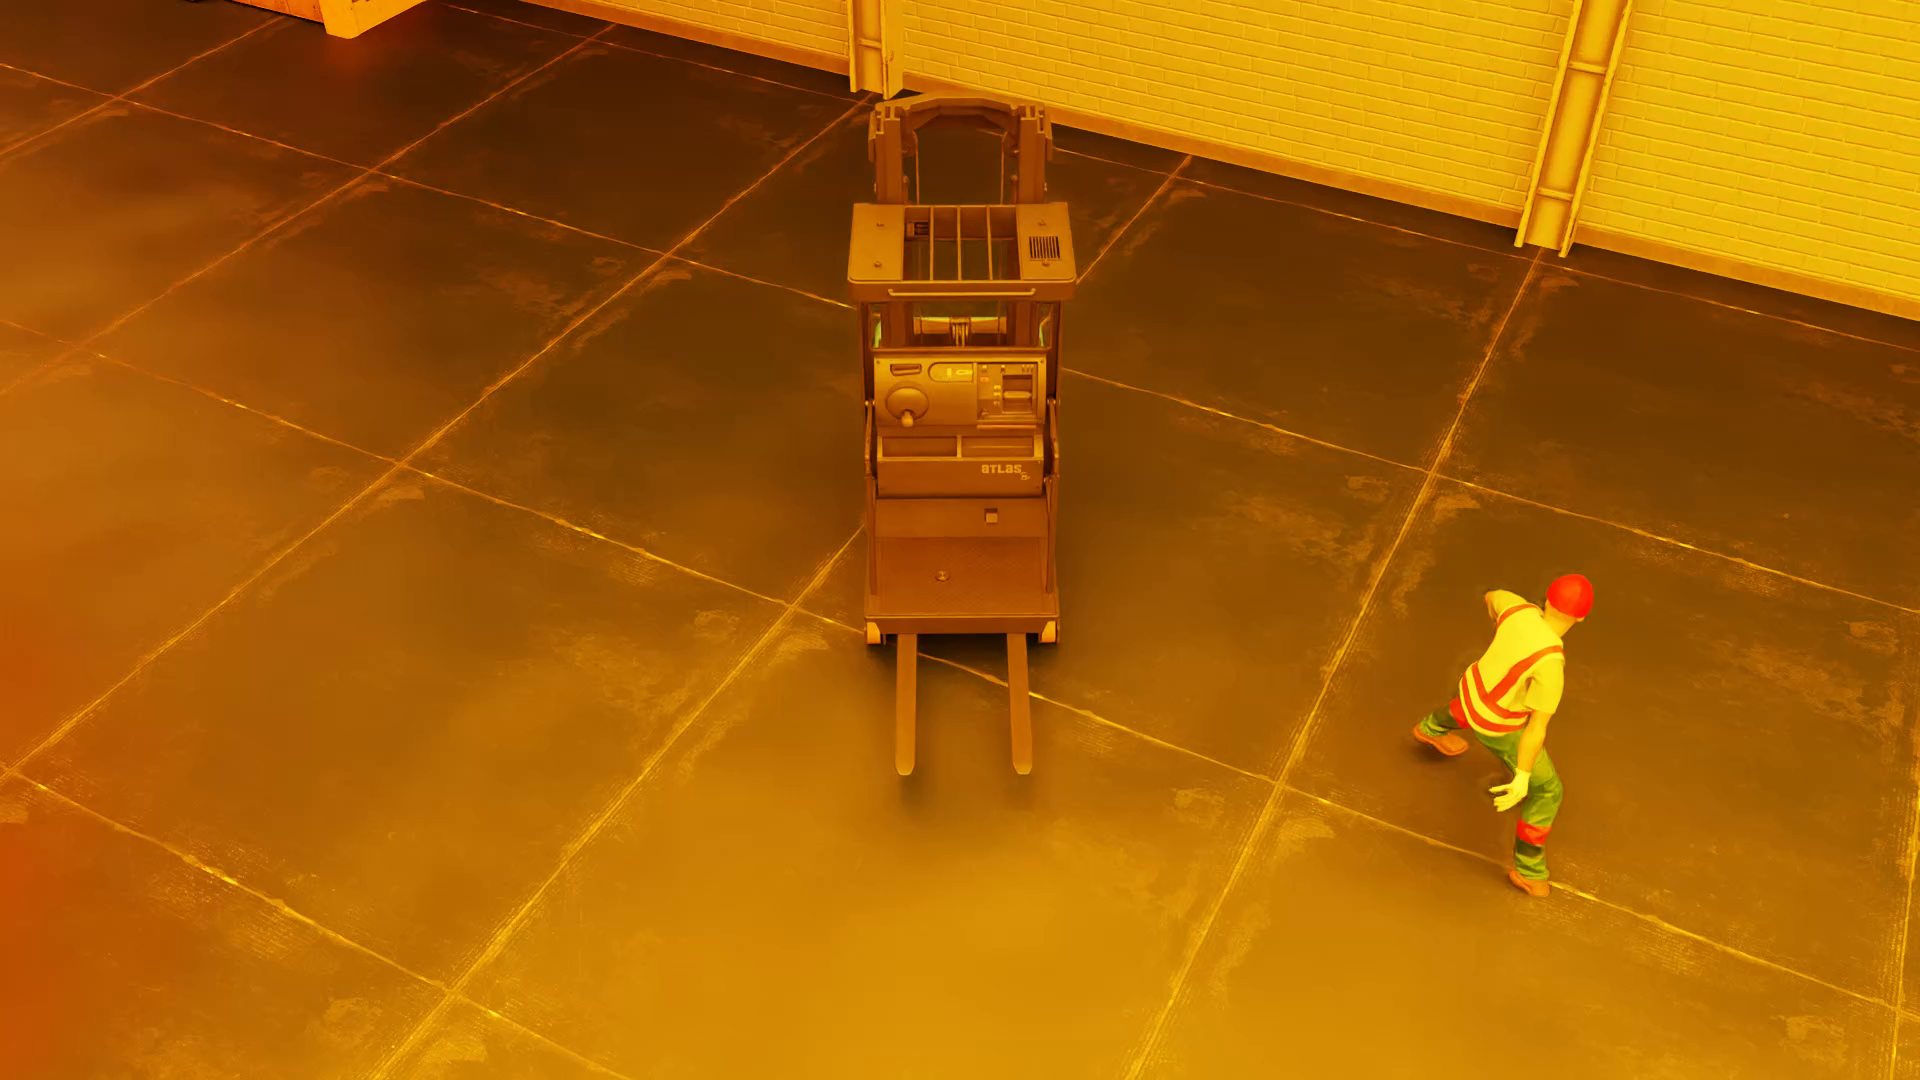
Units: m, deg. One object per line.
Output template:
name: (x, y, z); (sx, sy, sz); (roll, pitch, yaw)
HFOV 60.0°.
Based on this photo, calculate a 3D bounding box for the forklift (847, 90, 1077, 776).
forklift: (0.006, -0.728, 8.851); (1.130, 2.935, 3.031); (0, 40, 0)

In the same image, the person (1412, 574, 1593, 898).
person: (2.690, 0.871, 8.037); (0.568, 1.705, 1.175); (0, 40, 0)
